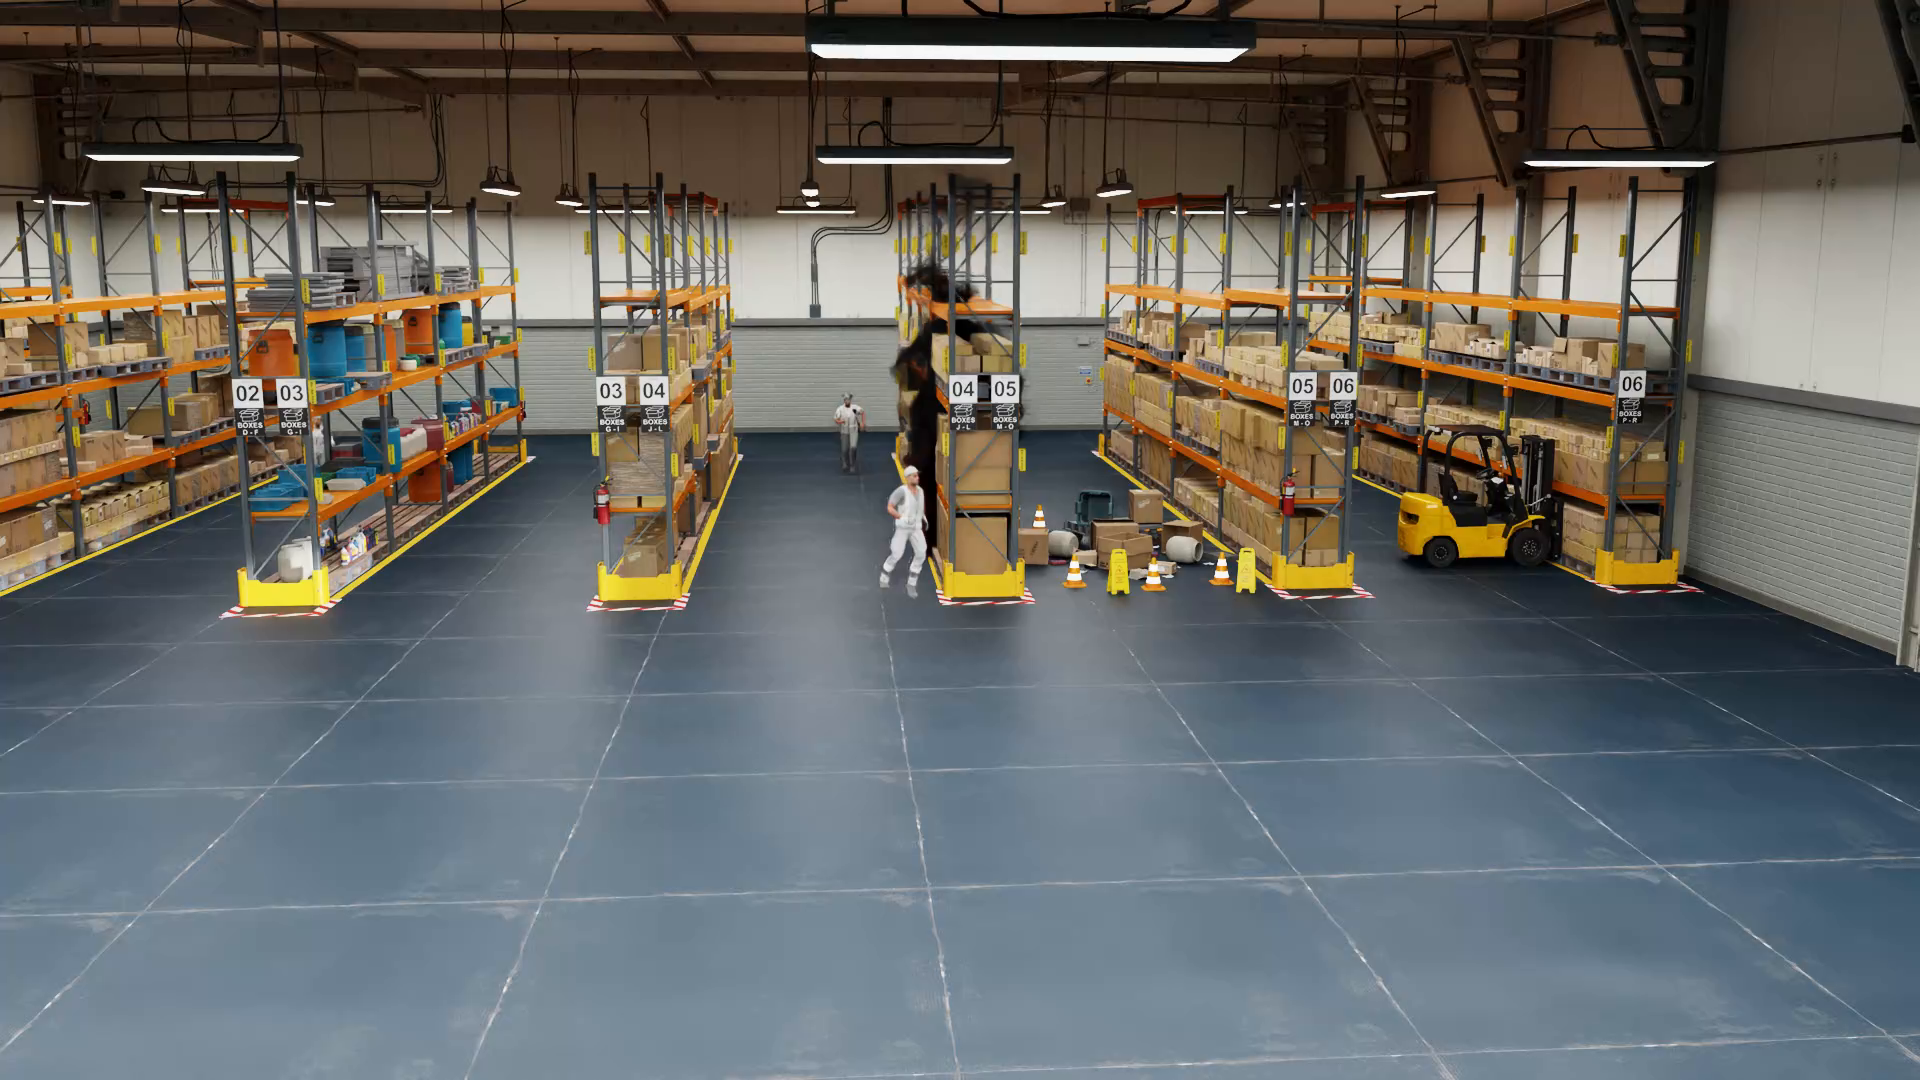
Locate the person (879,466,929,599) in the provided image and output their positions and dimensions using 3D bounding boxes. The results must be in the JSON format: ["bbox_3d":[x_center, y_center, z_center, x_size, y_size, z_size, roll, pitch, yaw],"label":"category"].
[{"bbox_3d":[-0.712,-0.132,23.215,0.723,1.802,0.722,-7,12,-34],"label":"person"}]

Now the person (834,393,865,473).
[{"bbox_3d":[-2.466,-2.402,37.242,0.677,1.798,0.891,0,10,1],"label":"person"}]

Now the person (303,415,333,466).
[{"bbox_3d":[-13.117,-1.771,33.972,0.605,1.659,0.535,-3,10,-15],"label":"person"}]
